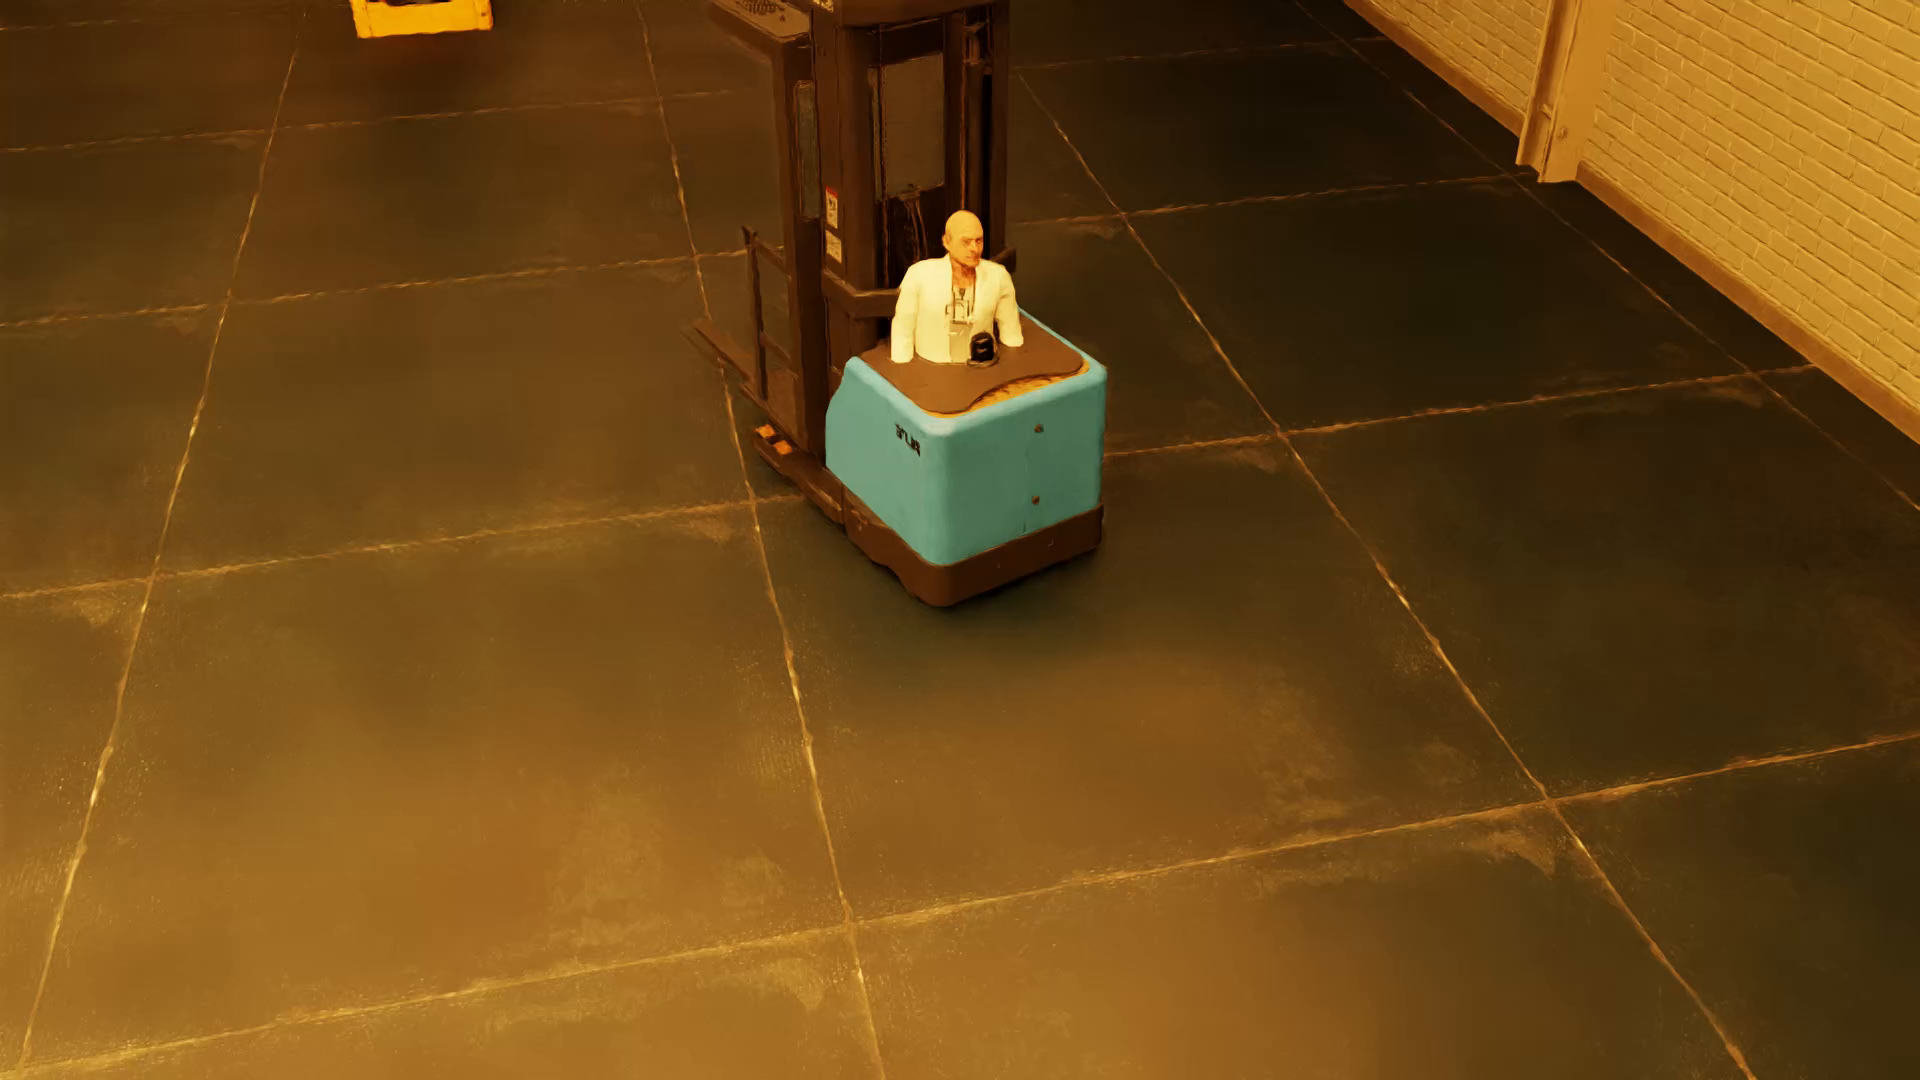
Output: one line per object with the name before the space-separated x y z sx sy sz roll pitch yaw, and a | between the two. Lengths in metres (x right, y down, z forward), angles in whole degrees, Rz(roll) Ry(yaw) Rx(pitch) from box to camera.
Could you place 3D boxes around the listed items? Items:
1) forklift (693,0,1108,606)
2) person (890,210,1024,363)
forklift | -0.506 -1.697 8.408 1.130 2.935 3.031 -21 41 -26
person | 0.016 -0.675 7.963 0.694 1.776 0.579 -8 36 -11
